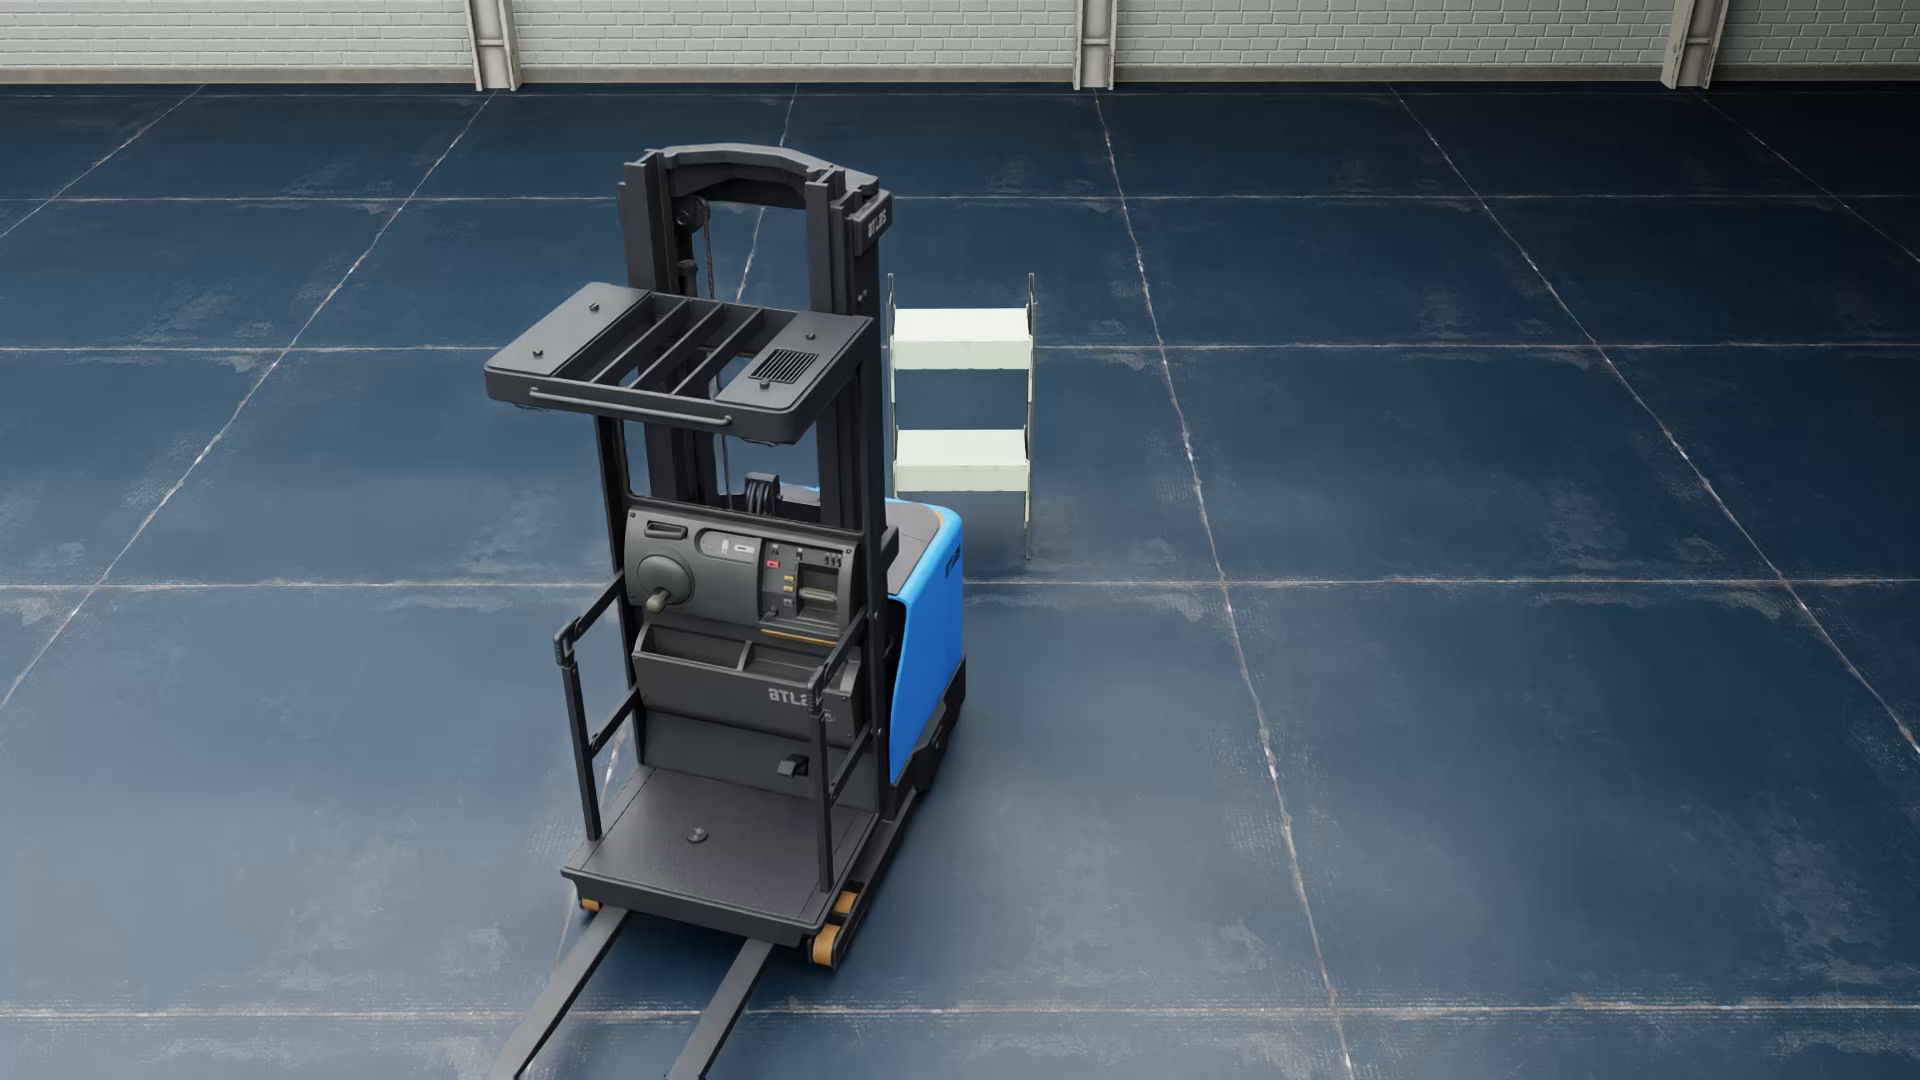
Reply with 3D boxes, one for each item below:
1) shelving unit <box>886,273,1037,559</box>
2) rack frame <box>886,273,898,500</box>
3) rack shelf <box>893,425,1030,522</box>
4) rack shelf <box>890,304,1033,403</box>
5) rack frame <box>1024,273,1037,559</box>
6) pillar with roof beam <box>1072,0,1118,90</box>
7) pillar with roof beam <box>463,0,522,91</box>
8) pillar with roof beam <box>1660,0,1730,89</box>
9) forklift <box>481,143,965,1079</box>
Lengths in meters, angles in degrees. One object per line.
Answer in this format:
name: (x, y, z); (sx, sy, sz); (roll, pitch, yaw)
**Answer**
shelving unit: (0.007, -0.641, 8.861); (0.755, 1.500, 0.431); (0, 31, 0)
rack frame: (-0.359, -0.640, 8.859); (0.023, 1.500, 0.400); (0, 31, 0)
rack shelf: (0.007, -0.363, 9.030); (0.720, 0.370, 0.431); (0, 31, 0)
rack shelf: (0.007, -0.975, 8.659); (0.720, 0.370, 0.431); (0, 31, 0)
rack frame: (0.373, -0.642, 8.863); (0.023, 1.500, 0.400); (0, 31, 0)
pillar with roof beam: (1.372, -6.220, 10.827); (0.400, 9.000, 9.100); (0, 31, 0)
pillar with roof beam: (-4.627, -6.202, 10.796); (0.400, 9.000, 9.100); (0, 31, 0)
pillar with roof beam: (7.372, -6.239, 10.858); (0.400, 9.000, 9.100); (0, 31, 0)
forklift: (-0.902, 0.180, 6.128); (1.130, 2.935, 3.031); (9, 32, 15)
